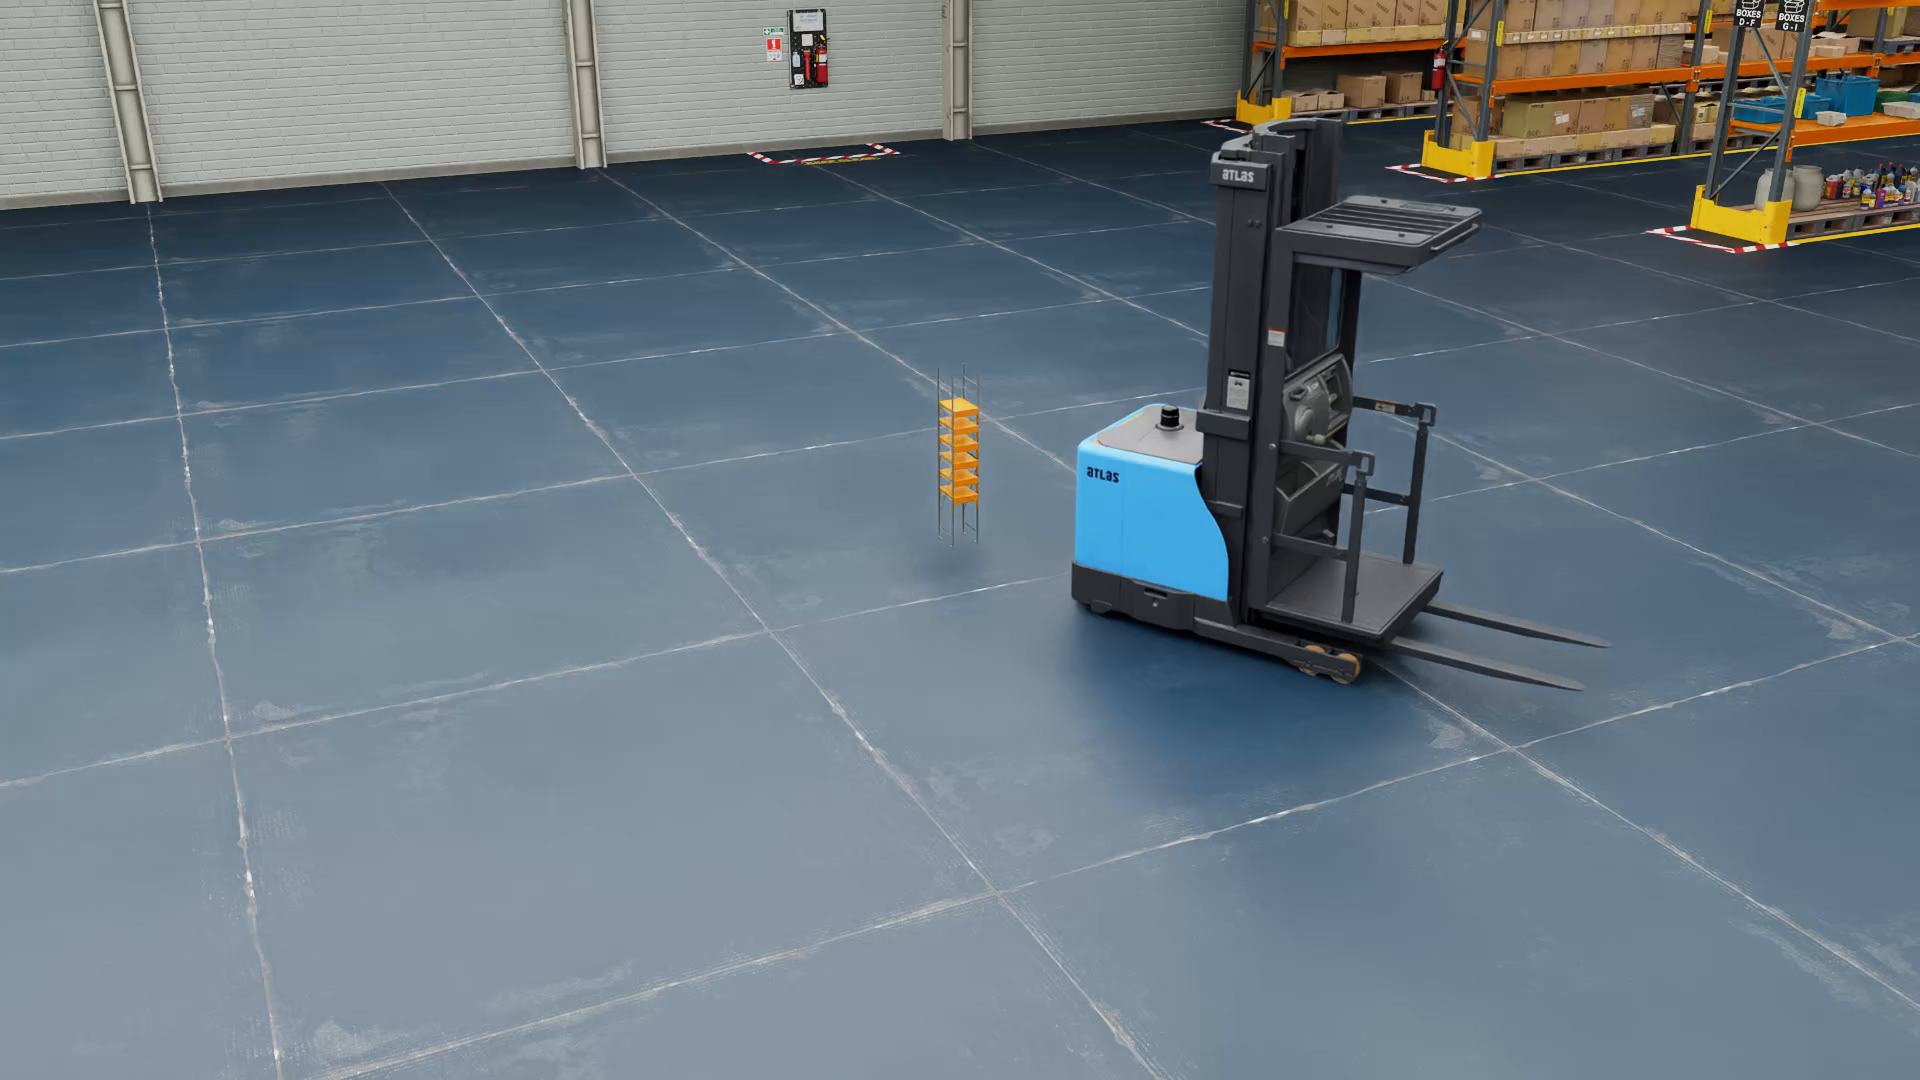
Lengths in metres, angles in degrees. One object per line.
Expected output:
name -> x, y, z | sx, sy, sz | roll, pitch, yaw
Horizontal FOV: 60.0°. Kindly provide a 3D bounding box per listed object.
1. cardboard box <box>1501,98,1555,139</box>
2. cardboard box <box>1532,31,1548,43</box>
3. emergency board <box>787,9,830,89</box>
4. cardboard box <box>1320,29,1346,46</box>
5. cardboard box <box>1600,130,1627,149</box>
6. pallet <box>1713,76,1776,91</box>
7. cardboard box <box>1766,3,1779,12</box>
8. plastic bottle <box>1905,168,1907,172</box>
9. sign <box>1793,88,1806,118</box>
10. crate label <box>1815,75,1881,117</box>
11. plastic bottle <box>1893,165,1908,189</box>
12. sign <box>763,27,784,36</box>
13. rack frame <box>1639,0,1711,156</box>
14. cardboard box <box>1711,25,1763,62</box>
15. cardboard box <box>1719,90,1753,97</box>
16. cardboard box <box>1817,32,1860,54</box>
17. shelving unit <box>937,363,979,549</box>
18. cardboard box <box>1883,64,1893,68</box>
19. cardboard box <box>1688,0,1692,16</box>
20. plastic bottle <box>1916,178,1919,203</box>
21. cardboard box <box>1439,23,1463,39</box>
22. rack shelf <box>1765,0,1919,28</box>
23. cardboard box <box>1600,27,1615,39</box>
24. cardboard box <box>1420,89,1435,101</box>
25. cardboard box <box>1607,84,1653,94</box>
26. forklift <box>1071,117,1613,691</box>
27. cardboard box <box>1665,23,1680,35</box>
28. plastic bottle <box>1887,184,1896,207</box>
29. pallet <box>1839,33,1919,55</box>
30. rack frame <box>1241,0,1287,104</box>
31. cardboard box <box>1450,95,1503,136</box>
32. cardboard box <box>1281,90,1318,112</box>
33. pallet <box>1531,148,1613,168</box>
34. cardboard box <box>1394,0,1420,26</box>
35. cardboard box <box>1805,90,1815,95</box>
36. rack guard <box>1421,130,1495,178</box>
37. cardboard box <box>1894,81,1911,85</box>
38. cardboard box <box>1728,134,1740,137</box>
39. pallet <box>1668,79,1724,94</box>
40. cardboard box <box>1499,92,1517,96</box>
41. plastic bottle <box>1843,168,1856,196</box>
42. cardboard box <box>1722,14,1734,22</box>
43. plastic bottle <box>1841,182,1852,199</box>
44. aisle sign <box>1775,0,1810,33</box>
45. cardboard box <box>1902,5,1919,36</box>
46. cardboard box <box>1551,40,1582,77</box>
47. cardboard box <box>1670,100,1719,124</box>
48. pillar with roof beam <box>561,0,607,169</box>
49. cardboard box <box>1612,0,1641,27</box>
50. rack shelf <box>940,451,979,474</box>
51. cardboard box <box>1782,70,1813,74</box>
cardboard box -> 8.285, -6.151, 24.254 | 0.500, 0.500, 0.500 | -10, 25, -24
cardboard box -> 8.165, -7.208, 23.762 | 0.250, 0.149, 0.380 | -10, 25, -23
emergency board -> -2.290, -7.514, 25.481 | 0.643, 1.169, 0.194 | -10, 25, -24
cardboard box -> 6.143, -8.495, 28.019 | 0.500, 0.250, 0.500 | -11, 25, -25
cardboard box -> 9.638, -6.053, 24.996 | 0.500, 0.250, 0.500 | -10, 25, -24
pallet -> 15.254, -9.040, 32.813 | 1.213, 0.211, 1.003 | -10, 25, -24
cardboard box -> 15.610, -10.512, 32.177 | 0.500, 0.500, 0.500 | -11, 25, -24
plastic bottle -> 12.248, -4.721, 21.720 | 0.135, 0.276, 0.152 | -9, 24, -22
sign -> 9.635, -5.015, 19.082 | 0.005, 0.325, 0.100 | -10, 25, -24
crate label -> 10.942, -5.493, 20.551 | 0.616, 0.435, 0.502 | -10, 25, -24
plastic bottle -> 12.160, -4.680, 21.522 | 0.185, 0.351, 0.144 | -10, 25, -24
sign -> -2.825, -7.717, 25.232 | 0.331, 0.109, 0.001 | -10, 25, -24
rack frame -> 10.860, -7.449, 25.323 | 0.127, 3.000, 1.000 | -10, 25, -24
cardboard box -> 12.034, -7.704, 25.810 | 0.500, 0.500, 0.500 | -9, 24, -20
cardboard box -> 12.472, -7.050, 26.673 | 0.500, 0.311, 0.500 | -11, 25, -24
cardboard box -> 14.118, -8.026, 26.834 | 0.500, 0.311, 0.500 | -9, 24, -20
shelving unit -> -0.013, -0.552, 11.015 | 0.189, 1.200, 0.258 | -10, 25, -24
cardboard box -> 18.934, -10.035, 34.289 | 0.500, 0.500, 0.700 | -10, 25, -24
cardboard box -> 13.337, -10.088, 31.153 | 0.500, 0.500, 0.500 | -10, 24, -22
plastic bottle -> 12.086, -4.429, 20.916 | 0.185, 0.351, 0.144 | -11, 25, -24
cardboard box -> 8.413, -8.912, 29.029 | 0.500, 0.250, 0.500 | -10, 25, -23
rack shelf -> 11.203, -6.463, 19.960 | 4.000, 0.370, 1.077 | -10, 25, -24
cardboard box -> 9.325, -7.421, 24.276 | 0.250, 0.149, 0.380 | -10, 24, -22
cardboard box -> 8.239, -7.951, 29.664 | 0.250, 0.166, 0.380 | -14, 26, -30
cardboard box -> 10.306, -6.750, 25.700 | 0.500, 0.500, 0.500 | -10, 25, -24
forklift -> 2.194, -0.782, 9.307 | 3.031, 2.935, 1.130 | 14, 26, 31
cardboard box -> 10.484, -7.636, 24.795 | 0.250, 0.149, 0.380 | -11, 25, -25
plastic bottle -> 11.569, -4.287, 20.677 | 0.097, 0.271, 0.097 | 0, 22, 0
pallet -> 15.045, -8.160, 27.293 | 1.003, 0.211, 1.213 | -10, 25, -24
rack frame -> 5.104, -8.492, 27.843 | 0.127, 3.000, 1.000 | -10, 25, -24
cardboard box -> 7.610, -6.247, 24.485 | 0.500, 0.500, 0.500 | -10, 25, -24
cardboard box -> 5.766, -7.537, 28.476 | 0.500, 0.311, 0.500 | -14, 26, -30
pallet -> 9.024, -5.839, 25.080 | 1.213, 0.211, 1.003 | -10, 25, -24
cardboard box -> 7.511, -9.092, 28.483 | 0.500, 0.500, 0.500 | -11, 25, -25
cardboard box -> 13.634, -7.035, 26.636 | 0.500, 0.311, 0.500 | -11, 25, -24
rack guard -> 7.234, -5.627, 24.189 | 0.348, 0.500, 1.175 | -10, 25, -24
cardboard box -> 15.672, -7.483, 28.098 | 0.500, 0.500, 0.500 | -11, 25, -26
cardboard box -> 11.792, -6.438, 25.928 | 0.500, 0.250, 0.500 | -10, 24, -22
pallet -> 14.153, -8.836, 32.321 | 1.213, 0.211, 1.003 | -10, 25, -24
cardboard box -> 9.808, -8.435, 30.398 | 0.500, 0.500, 0.700 | -11, 25, -25
plastic bottle -> 11.377, -4.597, 21.322 | 0.185, 0.351, 0.144 | -9, 24, -21
cardboard box -> 14.571, -10.026, 31.852 | 0.250, 0.149, 0.380 | -11, 25, -25
plastic bottle -> 11.300, -4.459, 21.185 | 0.097, 0.201, 0.097 | 0, 22, 0
aisle sign -> 9.463, -6.166, 18.825 | 0.004, 0.787, 0.394 | -10, 25, -24
cardboard box -> 15.890, -8.582, 27.381 | 0.500, 0.500, 0.700 | -6, 23, -14
cardboard box -> 8.603, -7.074, 24.286 | 0.500, 0.500, 0.700 | -10, 25, -23
cardboard box -> 11.340, -6.614, 25.620 | 0.500, 0.311, 0.500 | -10, 25, -23
pillar with roof beam -> -3.586, -8.204, 19.304 | 0.400, 9.000, 9.100 | -10, 25, -24
cardboard box -> 9.557, -7.852, 24.469 | 0.500, 0.500, 0.700 | -10, 25, -24
rack shelf -> -0.013, -0.511, 11.032 | 0.180, 0.103, 0.258 | -10, 25, -24
cardboard box -> 16.635, -9.610, 33.264 | 0.500, 0.500, 0.700 | -10, 25, -23
